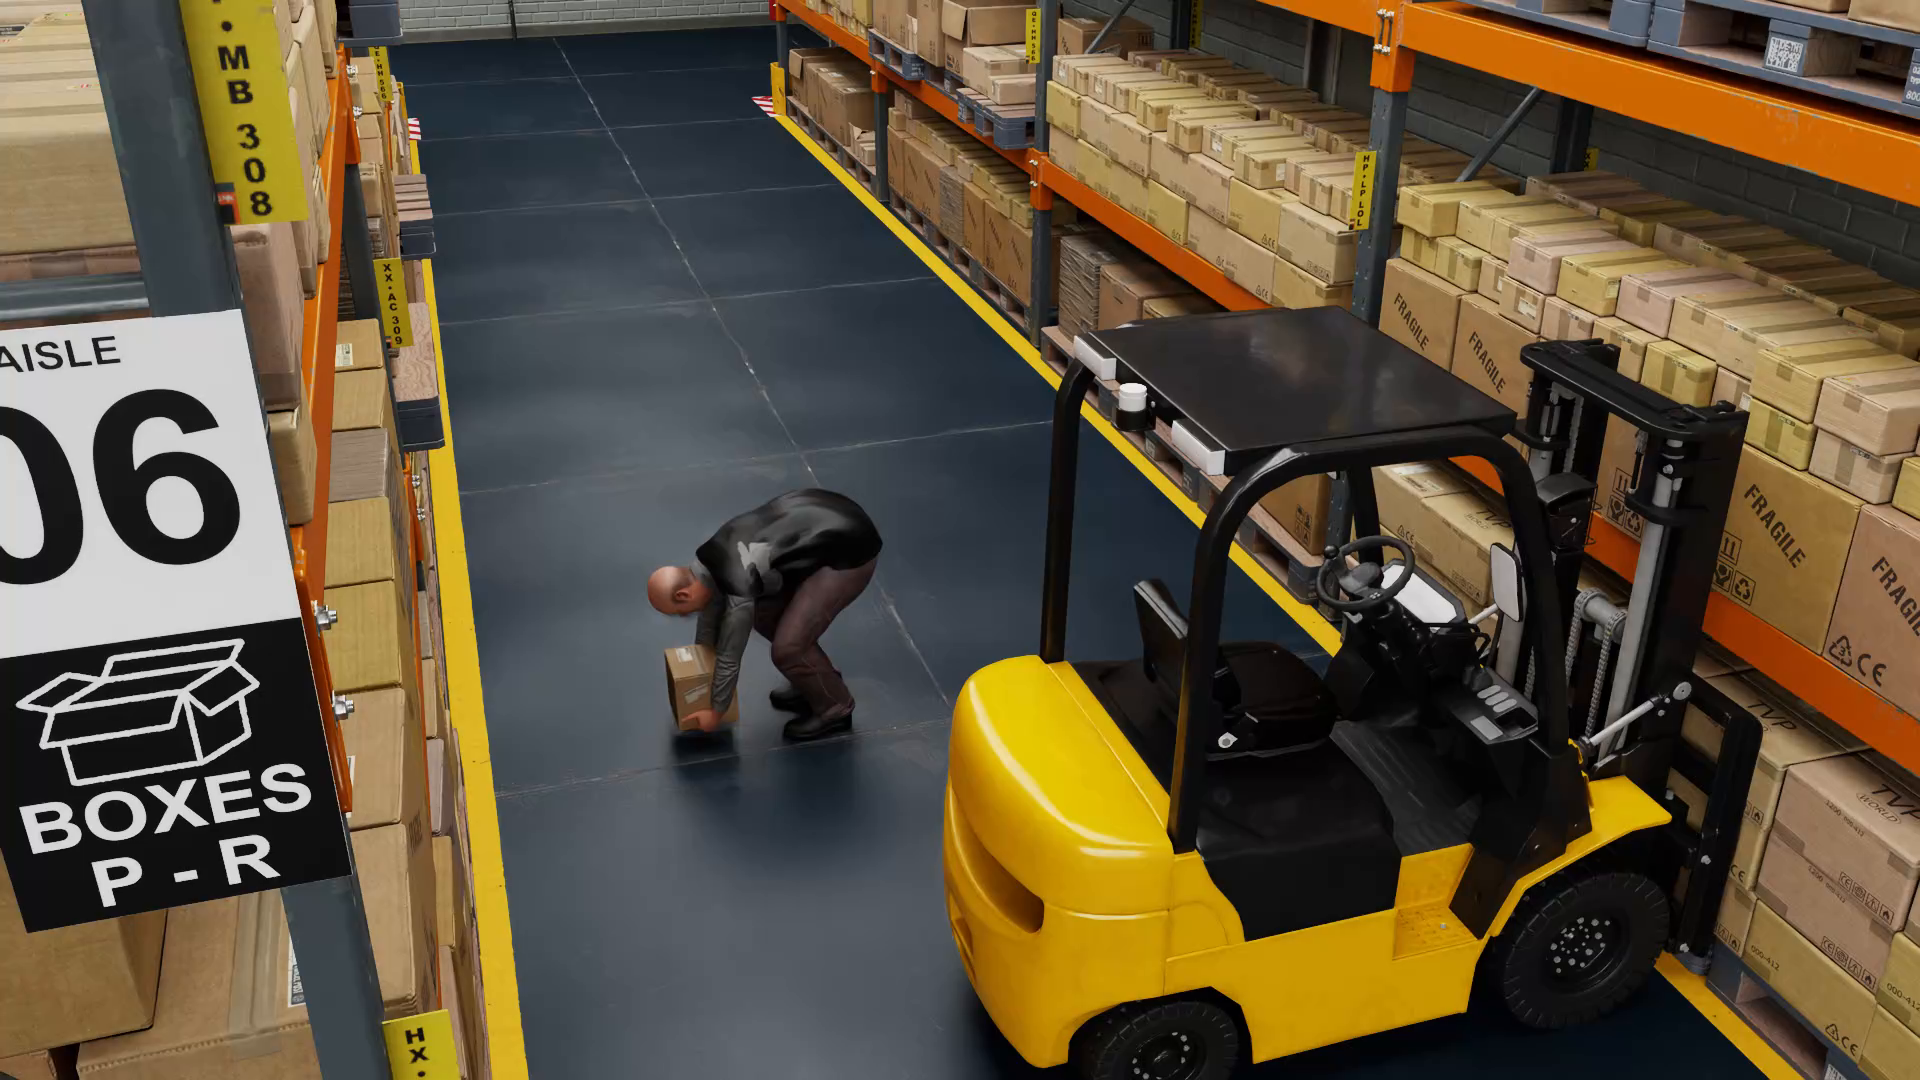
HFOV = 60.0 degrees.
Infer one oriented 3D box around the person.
[{"bbox_3d":[-0.791,0.312,6.807,0.948,1.014,0.503,-10,28,-19],"label":"person"}]
